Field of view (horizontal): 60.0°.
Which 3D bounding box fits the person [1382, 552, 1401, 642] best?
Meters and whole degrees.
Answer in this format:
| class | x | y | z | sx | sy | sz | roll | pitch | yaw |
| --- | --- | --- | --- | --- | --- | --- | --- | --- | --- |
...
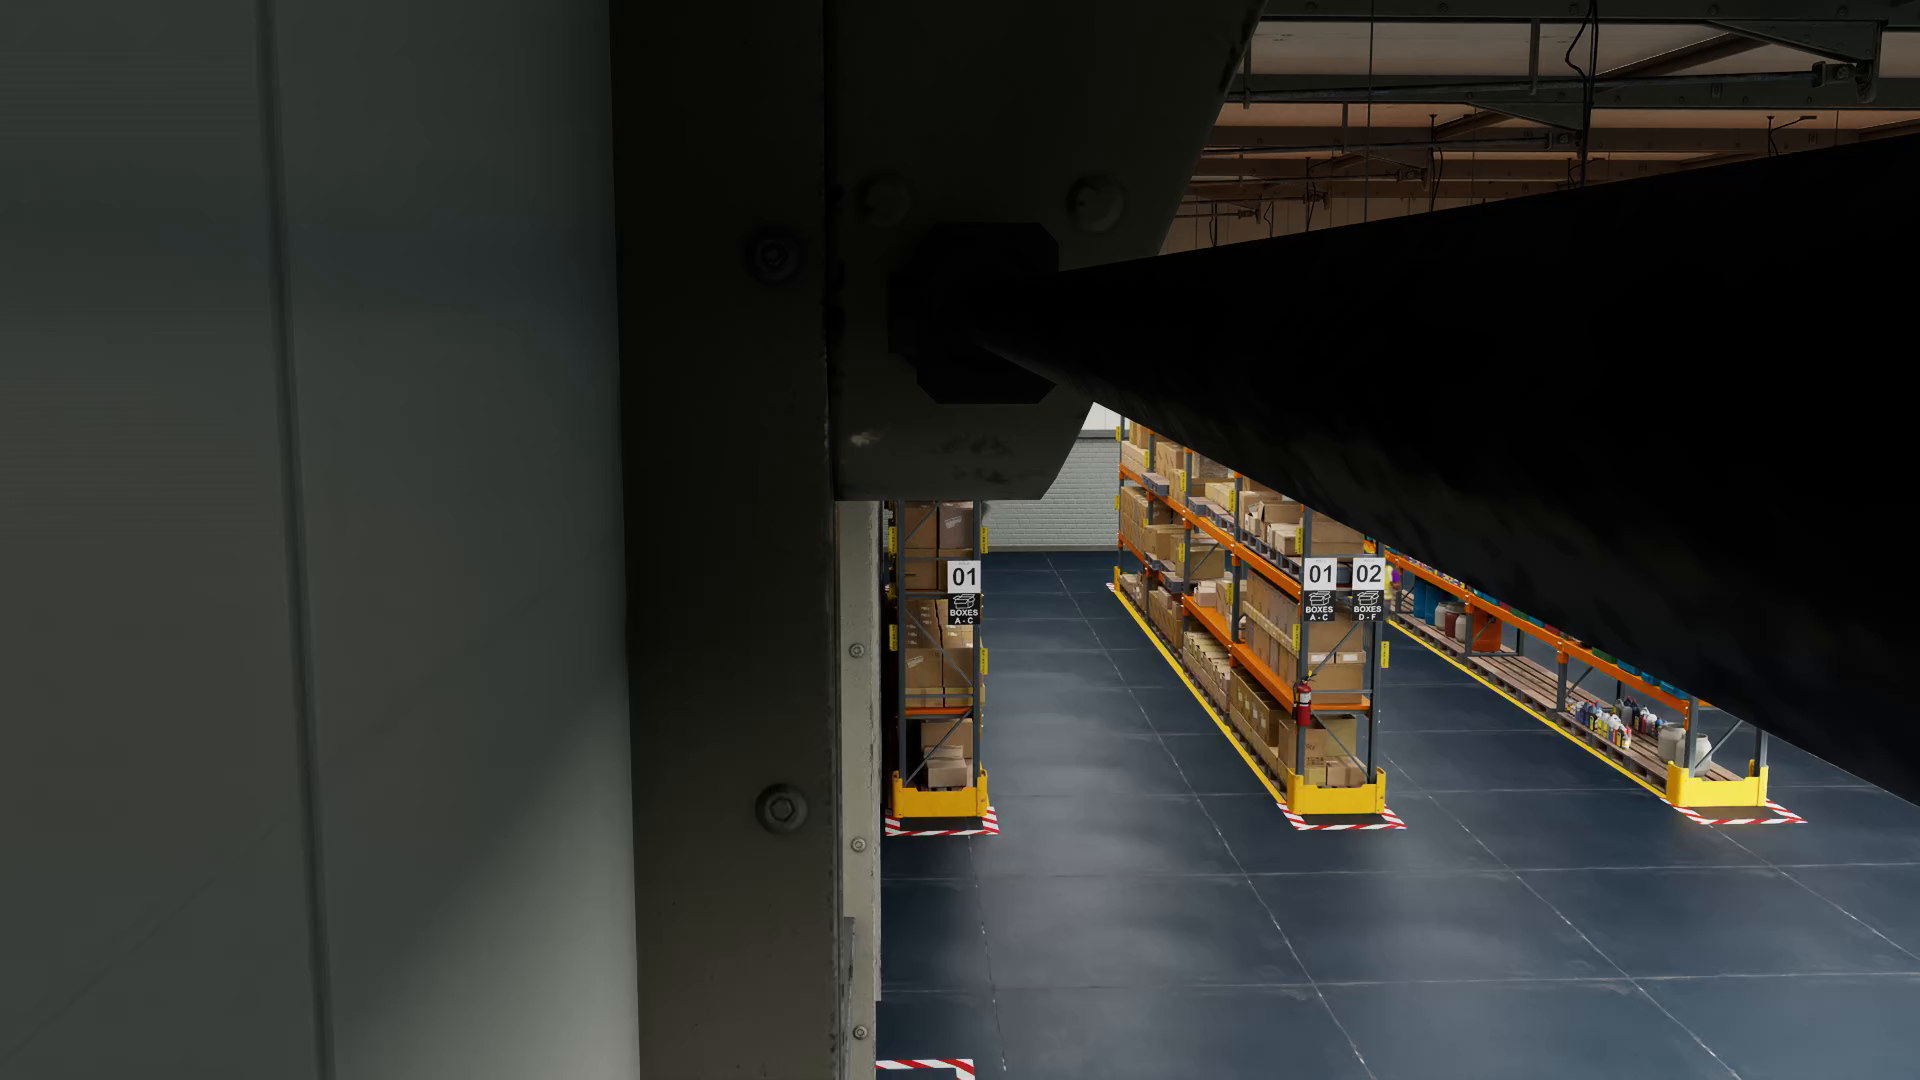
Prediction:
| class | x | y | z | sx | sy | sz | roll | pitch | yaw |
| --- | --- | --- | --- | --- | --- | --- | --- | --- | --- |
| person | 7.647 | 1.098 | 30.224 | 0.686 | 1.804 | 0.884 | 0 | 8 | -3 |
